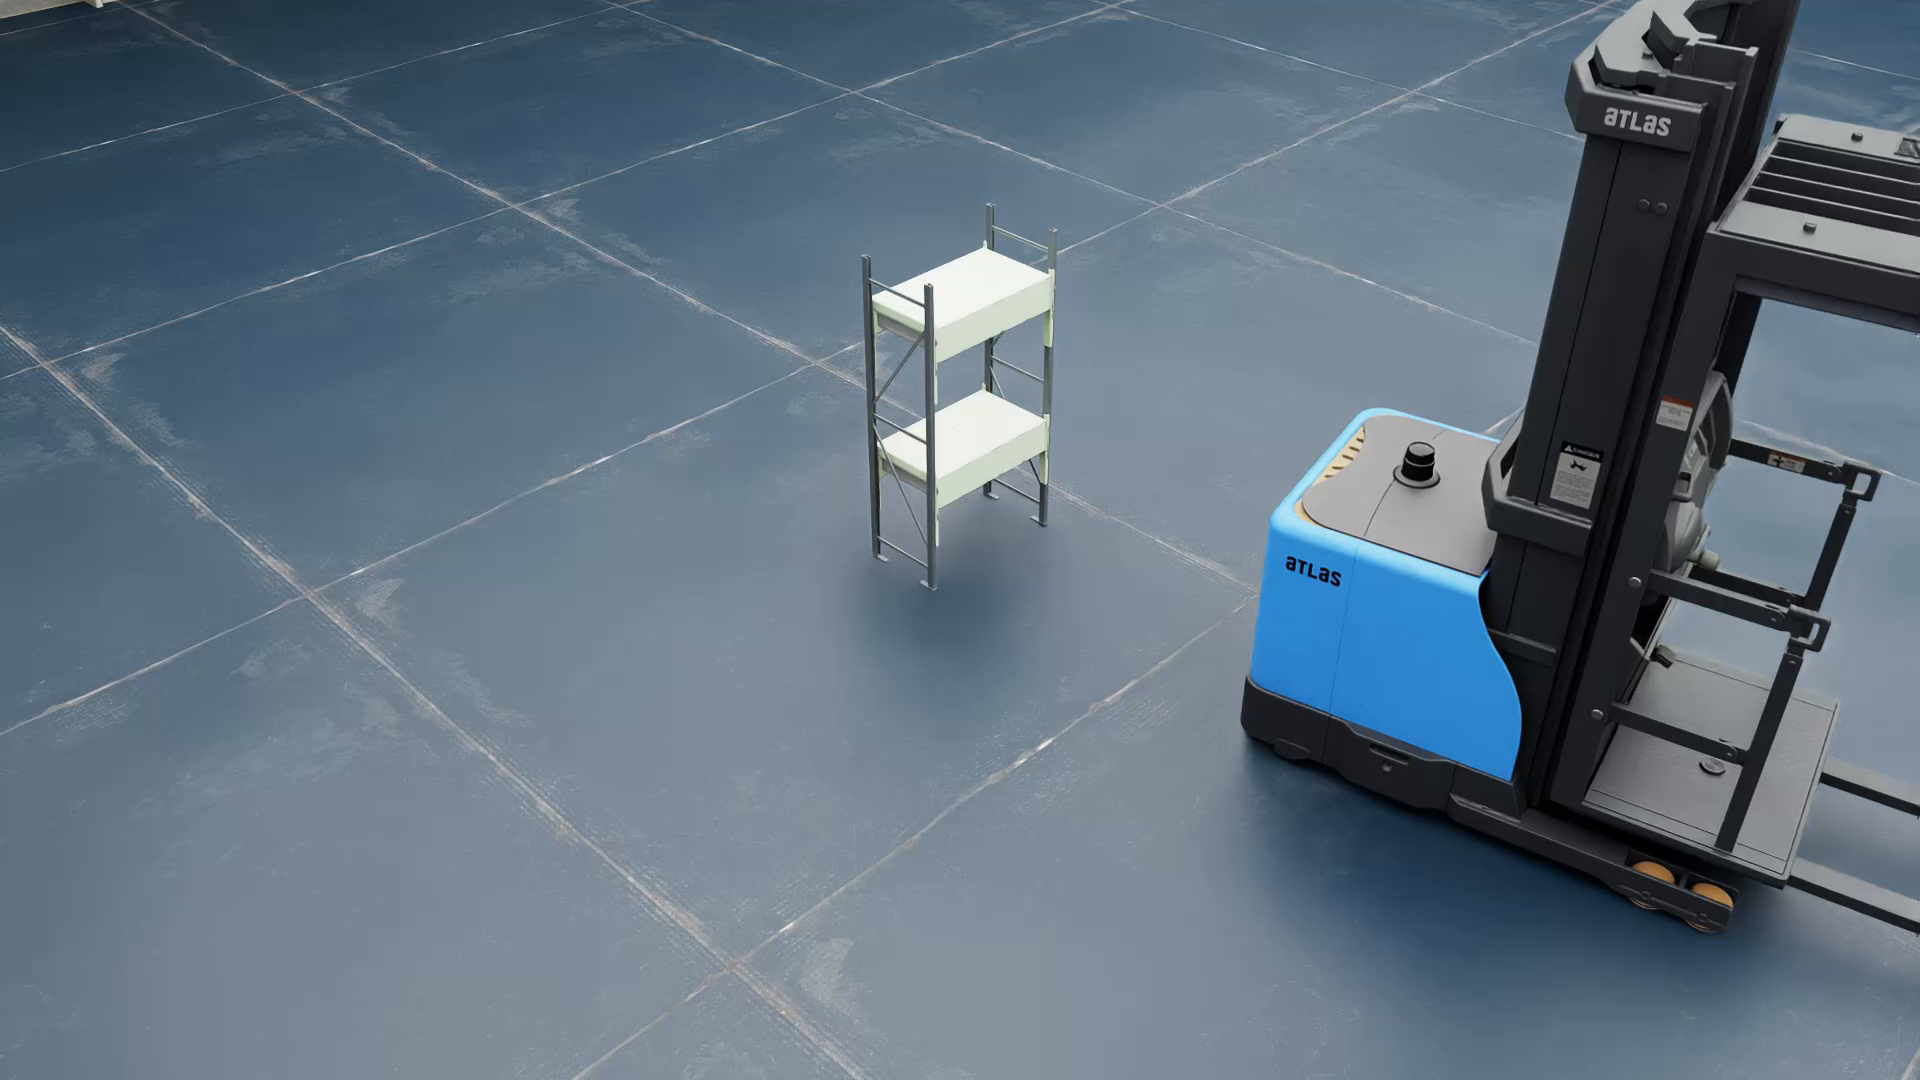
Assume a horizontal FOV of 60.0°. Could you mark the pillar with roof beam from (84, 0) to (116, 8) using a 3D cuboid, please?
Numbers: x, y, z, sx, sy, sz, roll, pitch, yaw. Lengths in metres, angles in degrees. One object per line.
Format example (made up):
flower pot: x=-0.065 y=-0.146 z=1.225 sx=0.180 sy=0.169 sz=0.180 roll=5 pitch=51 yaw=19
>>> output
pillar with roof beam: x=-4.350 y=-6.682 z=9.465 sx=9.100 sy=9.000 sz=0.400 roll=30 pitch=45 yaw=35

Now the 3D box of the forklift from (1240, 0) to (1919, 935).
forklift: x=2.629 y=-0.187 z=5.456 sx=3.031 sy=2.935 sz=1.130 roll=20 pitch=40 yaw=26

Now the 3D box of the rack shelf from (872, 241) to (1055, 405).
rack shelf: x=0.005 y=-0.938 z=7.102 sx=0.431 sy=0.370 sz=0.720 roll=30 pitch=45 yaw=35

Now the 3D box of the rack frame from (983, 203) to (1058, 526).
rack frame: x=0.263 y=-0.766 z=7.538 sx=0.400 sy=1.500 sz=0.023 roll=30 pitch=45 yaw=35

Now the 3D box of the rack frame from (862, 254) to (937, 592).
rack frame: x=-0.253 y=-0.469 z=7.112 sx=0.400 sy=1.500 sz=0.023 roll=30 pitch=45 yaw=35

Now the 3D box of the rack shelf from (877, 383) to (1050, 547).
rack shelf: x=0.005 y=-0.350 z=7.511 sx=0.431 sy=0.370 sz=0.720 roll=30 pitch=45 yaw=35

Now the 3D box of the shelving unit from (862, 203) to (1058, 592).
shelving unit: x=0.005 y=-0.618 z=7.325 sx=0.431 sy=1.500 sz=0.755 roll=30 pitch=45 yaw=35
